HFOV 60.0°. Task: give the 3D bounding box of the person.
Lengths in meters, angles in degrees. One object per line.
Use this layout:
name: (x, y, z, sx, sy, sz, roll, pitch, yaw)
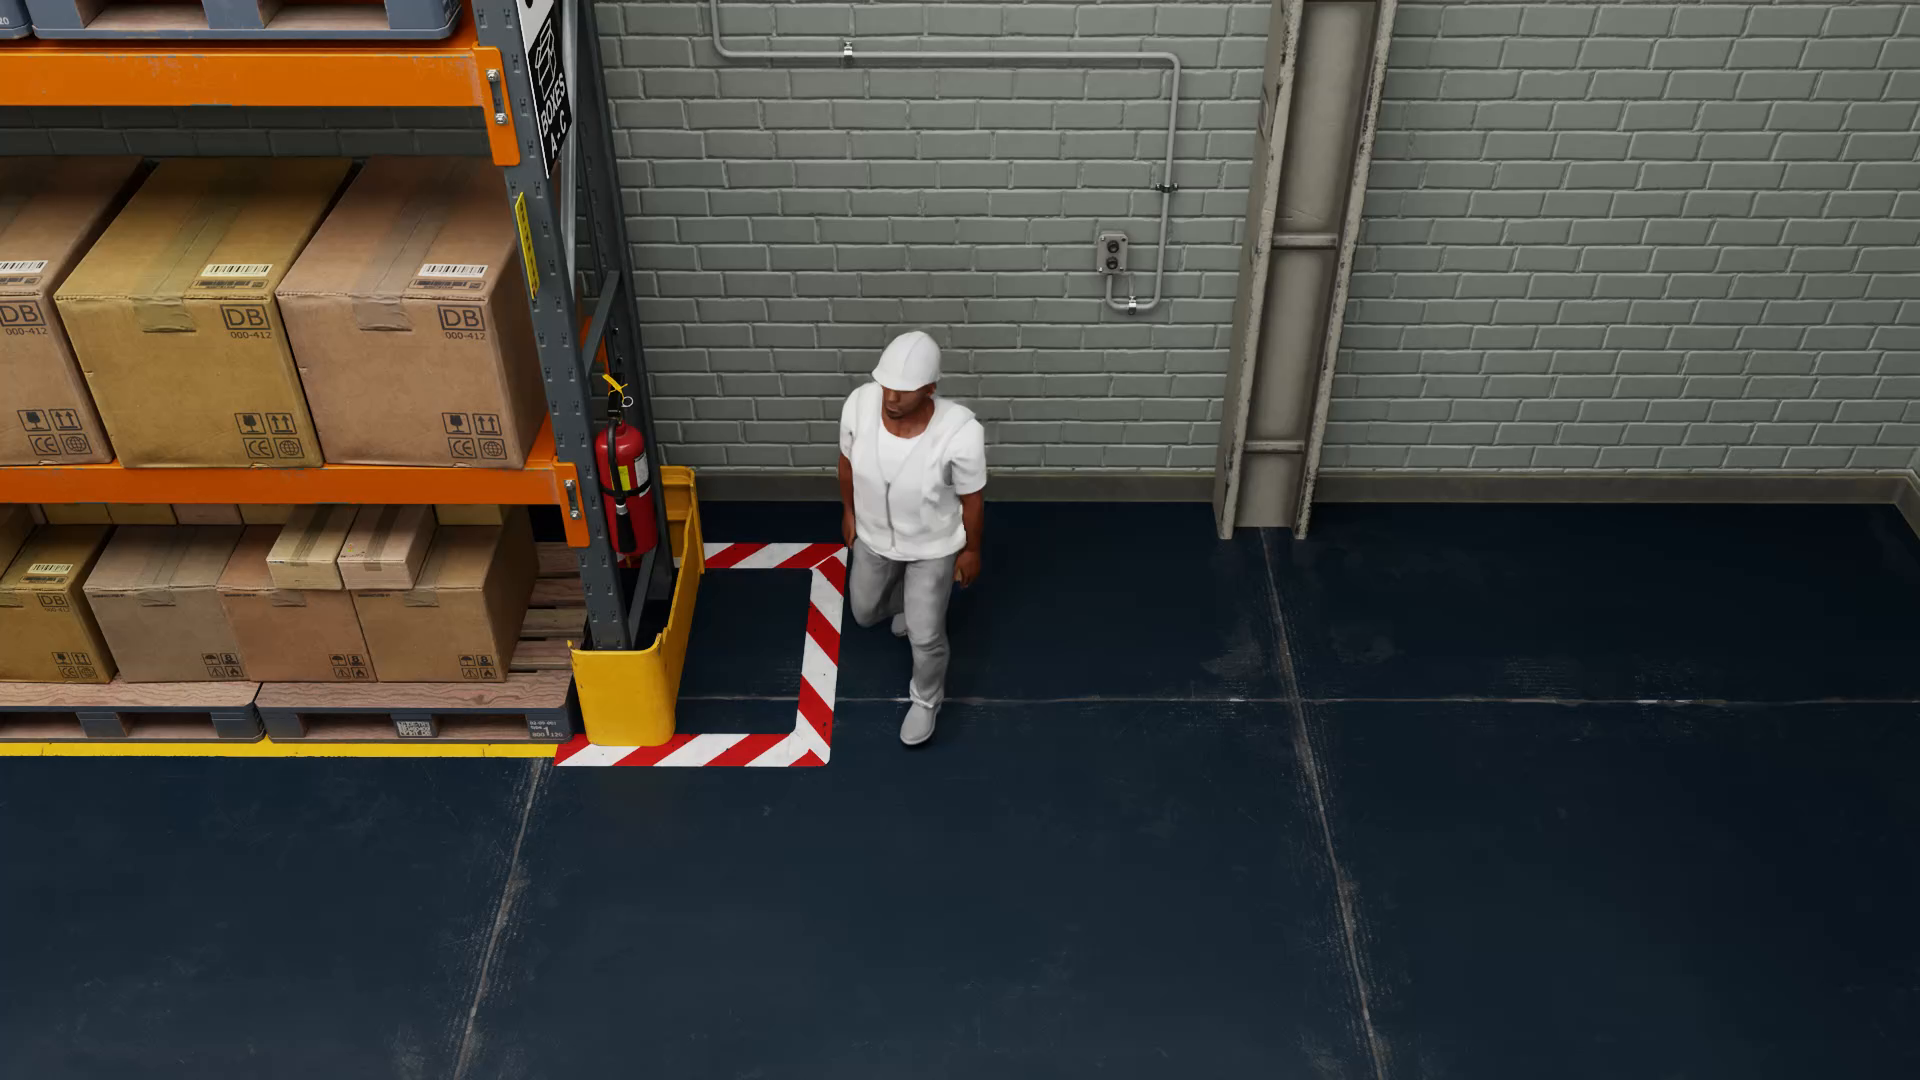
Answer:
person: (-0.157, -0.075, 6.208, 0.582, 1.753, 0.680, 16, 42, 18)
